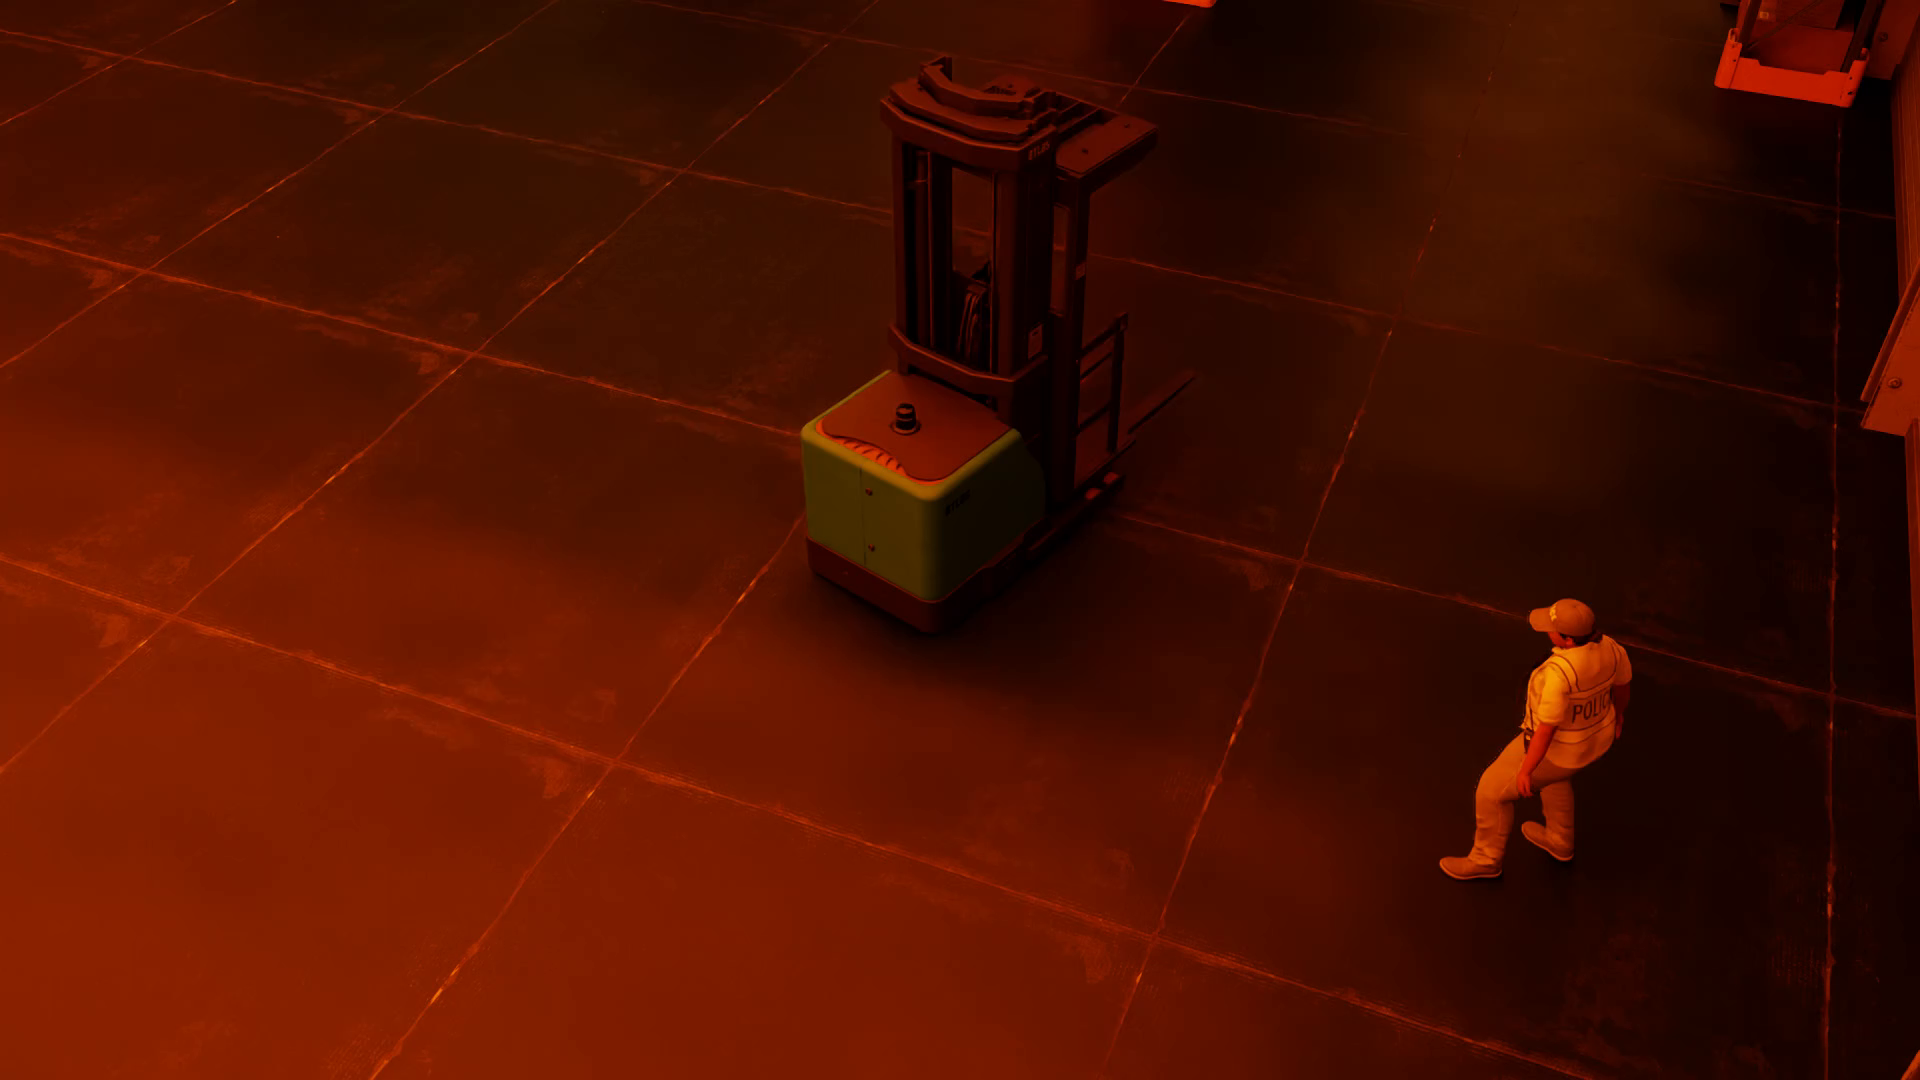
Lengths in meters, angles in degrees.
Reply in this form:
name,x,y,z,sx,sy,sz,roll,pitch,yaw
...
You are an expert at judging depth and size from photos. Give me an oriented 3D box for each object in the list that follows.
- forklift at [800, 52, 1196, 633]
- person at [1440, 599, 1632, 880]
name,x,y,z,sx,sy,sz,roll,pitch,yaw
forklift,0.396,-1.473,9.766,1.130,2.935,3.031,27,47,29
person,2.796,0.942,7.909,0.822,1.635,0.468,-24,46,-26
